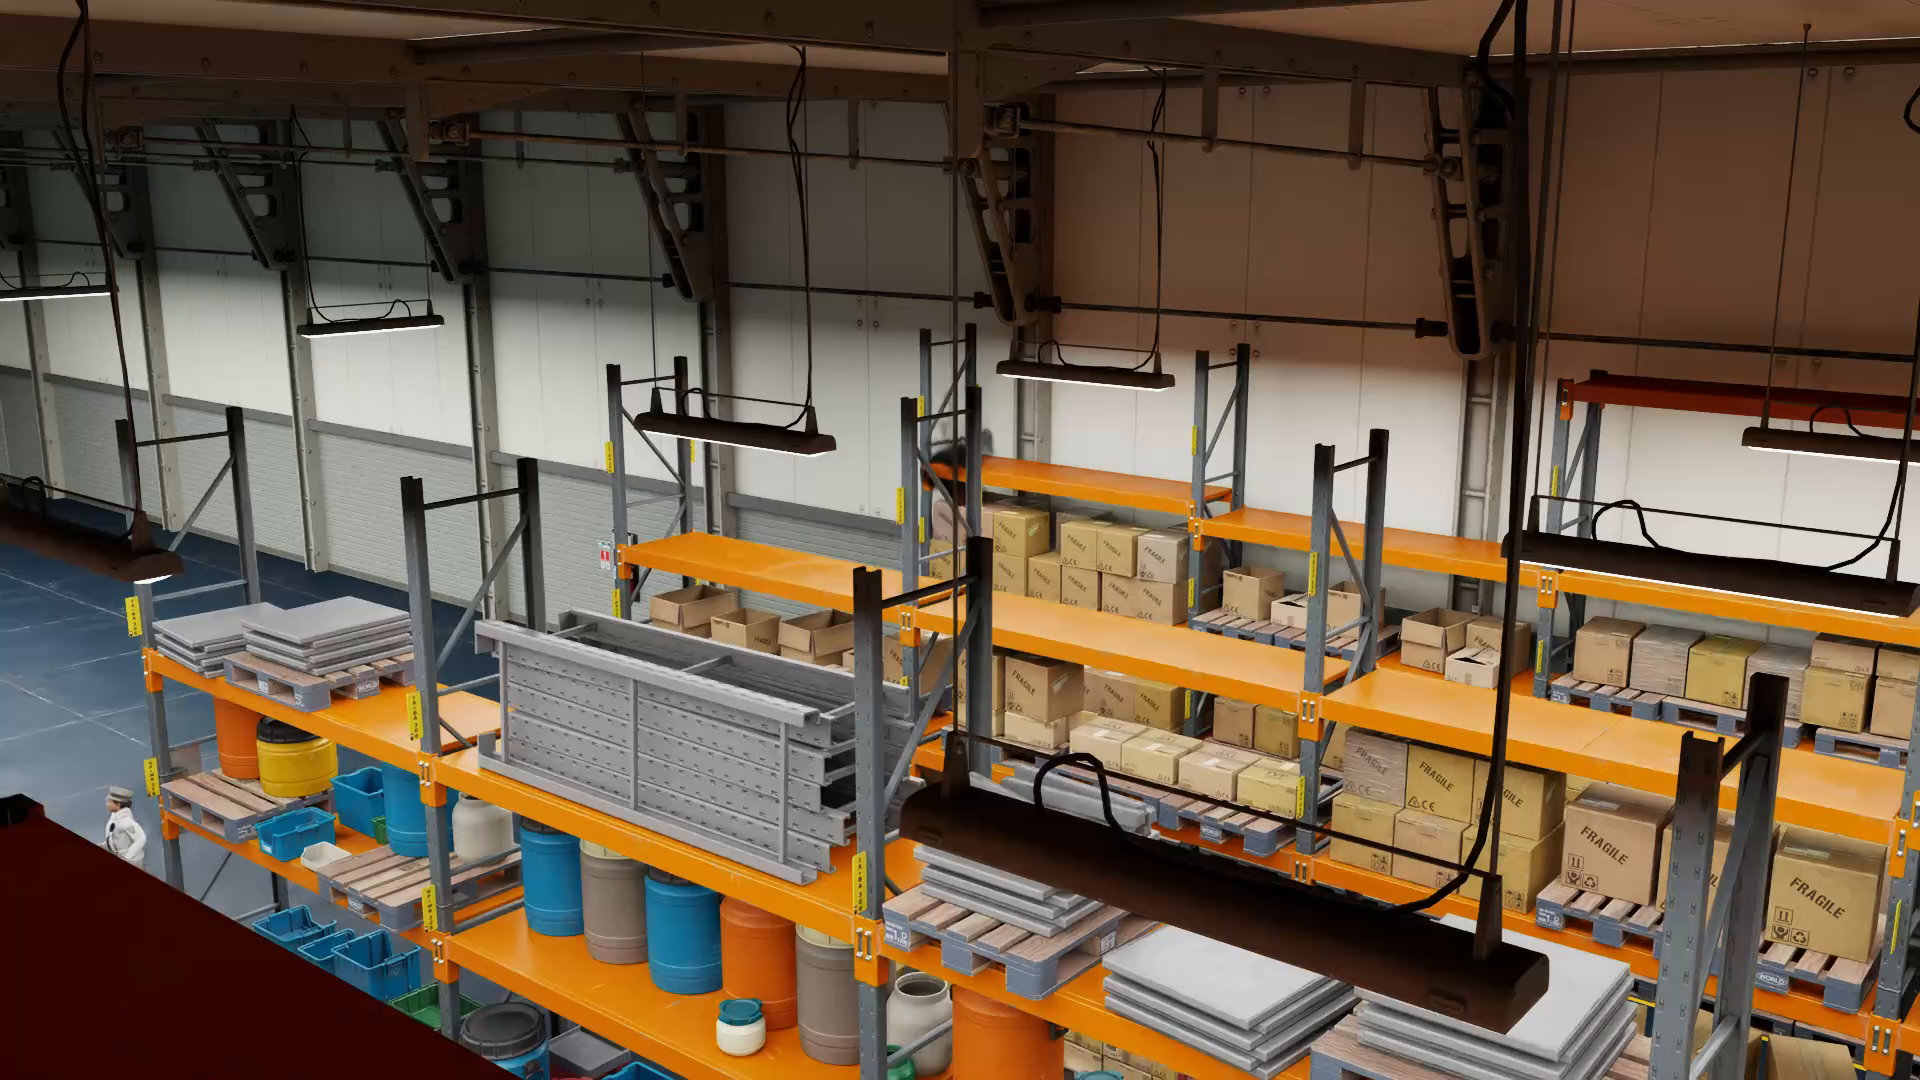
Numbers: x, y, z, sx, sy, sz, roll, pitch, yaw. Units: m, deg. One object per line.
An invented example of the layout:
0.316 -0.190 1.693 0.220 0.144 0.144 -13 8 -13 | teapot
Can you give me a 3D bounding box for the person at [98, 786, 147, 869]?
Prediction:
-8.695 3.384 17.458 0.815 1.712 0.637 -7 14 -27 | person
